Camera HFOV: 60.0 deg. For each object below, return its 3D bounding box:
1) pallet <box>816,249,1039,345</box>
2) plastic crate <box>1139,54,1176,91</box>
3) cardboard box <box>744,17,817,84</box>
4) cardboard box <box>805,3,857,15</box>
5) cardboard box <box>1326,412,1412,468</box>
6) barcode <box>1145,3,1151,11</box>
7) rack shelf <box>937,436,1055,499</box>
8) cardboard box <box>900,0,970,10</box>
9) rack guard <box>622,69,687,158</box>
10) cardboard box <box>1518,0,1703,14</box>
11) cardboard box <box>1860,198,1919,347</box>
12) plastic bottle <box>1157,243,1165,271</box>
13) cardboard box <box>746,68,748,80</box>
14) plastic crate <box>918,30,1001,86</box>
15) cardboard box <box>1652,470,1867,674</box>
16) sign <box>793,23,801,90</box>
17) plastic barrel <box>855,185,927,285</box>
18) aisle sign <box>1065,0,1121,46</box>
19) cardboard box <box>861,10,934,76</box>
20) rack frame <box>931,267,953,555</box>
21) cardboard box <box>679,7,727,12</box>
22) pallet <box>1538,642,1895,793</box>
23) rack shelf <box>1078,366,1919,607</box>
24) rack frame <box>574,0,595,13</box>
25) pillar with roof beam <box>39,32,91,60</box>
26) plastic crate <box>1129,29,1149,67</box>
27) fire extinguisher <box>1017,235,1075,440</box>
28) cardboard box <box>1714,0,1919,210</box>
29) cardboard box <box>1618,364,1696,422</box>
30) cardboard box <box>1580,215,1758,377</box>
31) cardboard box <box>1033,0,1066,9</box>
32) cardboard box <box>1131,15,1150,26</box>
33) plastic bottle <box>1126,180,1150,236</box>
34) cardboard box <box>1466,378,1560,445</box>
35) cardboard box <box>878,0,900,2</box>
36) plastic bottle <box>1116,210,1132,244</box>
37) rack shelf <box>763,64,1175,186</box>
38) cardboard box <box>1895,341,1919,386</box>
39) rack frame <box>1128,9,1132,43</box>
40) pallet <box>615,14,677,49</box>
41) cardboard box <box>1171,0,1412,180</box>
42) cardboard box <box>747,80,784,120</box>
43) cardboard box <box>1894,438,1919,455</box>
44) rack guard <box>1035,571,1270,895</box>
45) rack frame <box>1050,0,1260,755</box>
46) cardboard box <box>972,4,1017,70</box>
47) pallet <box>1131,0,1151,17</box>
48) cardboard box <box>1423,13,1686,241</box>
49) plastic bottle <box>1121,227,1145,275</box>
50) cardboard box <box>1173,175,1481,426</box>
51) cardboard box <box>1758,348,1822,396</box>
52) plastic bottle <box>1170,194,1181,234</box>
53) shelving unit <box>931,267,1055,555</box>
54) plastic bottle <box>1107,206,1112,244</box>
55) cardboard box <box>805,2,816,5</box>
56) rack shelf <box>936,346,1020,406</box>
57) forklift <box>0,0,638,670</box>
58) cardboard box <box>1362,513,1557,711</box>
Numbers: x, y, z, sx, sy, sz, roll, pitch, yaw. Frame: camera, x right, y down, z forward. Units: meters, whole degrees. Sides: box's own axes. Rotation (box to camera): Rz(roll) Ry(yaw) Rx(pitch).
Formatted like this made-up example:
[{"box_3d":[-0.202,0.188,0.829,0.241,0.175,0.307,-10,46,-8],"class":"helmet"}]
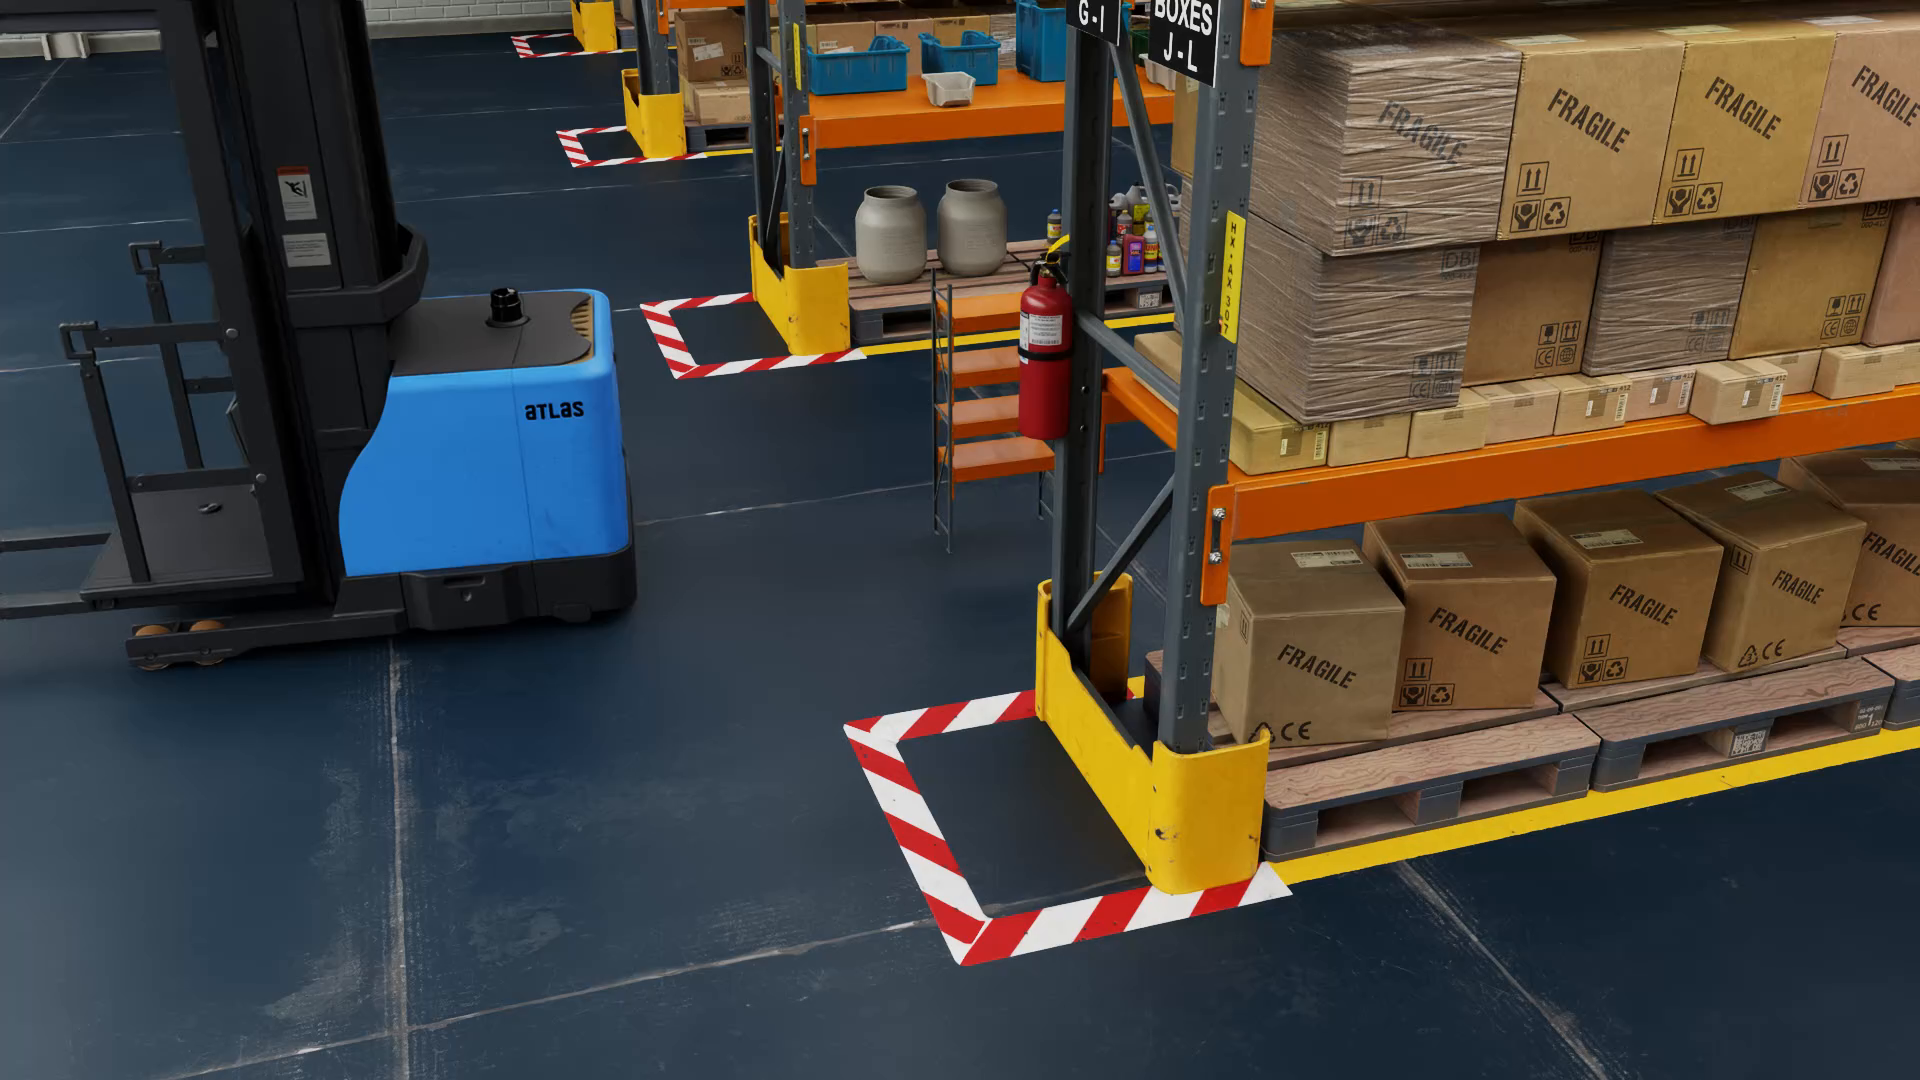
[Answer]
[{"box_3d":[-0.176,-1.499,10.033,1.213,0.211,1.003,-8,28,-16],"class":"pallet"},{"box_3d":[1.330,-2.710,9.633,0.437,0.136,0.530,-8,28,-16],"class":"plastic crate"},{"box_3d":[-1.484,-4.045,13.801,0.500,0.500,0.500,-8,28,-16],"class":"cardboard box"},{"box_3d":[-1.174,-4.339,14.394,0.500,0.500,0.500,-8,28,-16],"class":"cardboard box"},{"box_3d":[1.115,-0.366,4.897,0.250,0.149,0.380,-8,28,-16],"class":"cardboard box"},{"box_3d":[1.637,-4.621,14.421,0.075,0.075,0.001,-8,28,-16],"class":"barcode"},{"box_3d":[0.157,-0.322,7.147,0.480,0.148,0.258,-8,28,-16],"class":"rack shelf"},{"box_3d":[-0.223,-4.477,14.672,0.500,0.500,0.500,-8,28,-16],"class":"cardboard box"},{"box_3d":[-2.561,-3.580,13.900,0.348,0.500,1.175,-8,28,-16],"class":"rack guard"},{"box_3d":[1.923,-1.459,5.245,0.500,0.500,0.500,-8,28,-16],"class":"cardboard box"},{"box_3d":[2.952,-1.042,5.528,0.500,0.500,0.875,-8,28,-16],"class":"cardboard box"},{"box_3d":[1.234,-1.762,10.000,0.097,0.271,0.097,0,26,0],"class":"plastic bottle"},{"box_3d":[-1.648,-3.932,14.418,0.500,0.250,0.500,-8,28,-16],"class":"cardboard box"},{"box_3d":[-0.005,-2.824,9.733,0.408,0.251,0.499,-8,28,-16],"class":"plastic crate"},{"box_3d":[2.829,0.105,6.003,0.500,0.500,0.500,-11,28,-21],"class":"cardboard box"},{"box_3d":[-0.841,-2.499,8.599,0.005,0.325,0.100,-8,28,-16],"class":"sign"},{"box_3d":[-0.405,-1.805,9.838,0.421,0.512,0.421,0,26,0],"class":"plastic barrel"},{"box_3d":[0.374,-1.797,4.573,0.004,0.787,0.394,-8,28,-16],"class":"aisle sign"},{"box_3d":[-0.532,-4.181,14.075,0.500,0.500,0.500,-8,28,-16],"class":"cardboard box"},{"box_3d":[-0.075,-0.527,6.961,0.015,1.200,0.240,-8,28,-16],"class":"rack frame"},{"box_3d":[-2.848,-5.926,18.342,0.500,0.311,0.500,-6,27,-12],"class":"cardboard box"},{"box_3d":[2.540,0.461,6.084,1.213,0.211,1.003,-8,28,-16],"class":"pallet"},{"box_3d":[2.428,-0.467,5.627,4.000,0.370,1.077,-8,28,-16],"class":"rack shelf"},{"box_3d":[-4.075,-6.797,17.568,0.127,3.000,1.000,-8,28,-16],"class":"rack frame"},{"box_3d":[-8.050,-7.300,11.834,0.400,9.000,9.100,-8,28,-16],"class":"pillar with roof beam"},{"box_3d":[1.418,-2.997,10.151,0.662,0.188,0.450,-8,28,-16],"class":"plastic crate"},{"box_3d":[0.275,-0.659,5.290,0.183,0.674,0.296,-8,28,-16],"class":"fire extinguisher"},{"box_3d":[2.560,-1.307,4.939,0.500,0.500,0.500,-8,28,-16],"class":"cardboard box"},{"box_3d":[2.058,-0.515,5.197,0.250,0.149,0.380,-8,28,-16],"class":"cardboard box"},{"box_3d":[1.985,-0.927,5.296,0.500,0.500,0.875,-8,28,-16],"class":"cardboard box"},{"box_3d":[0.728,-4.615,14.949,0.500,0.500,0.500,-8,28,-16],"class":"cardboard box"},{"box_3d":[1.562,-4.639,15.210,0.500,0.311,0.500,-8,28,-16],"class":"cardboard box"},{"box_3d":[1.139,-2.124,10.639,0.185,0.351,0.144,-7,27,-14],"class":"plastic bottle"},{"box_3d":[1.588,-0.438,5.041,0.250,0.149,0.380,-8,28,-16],"class":"cardboard box"},{"box_3d":[-0.771,-6.190,19.036,0.250,0.166,0.380,-12,29,-23],"class":"cardboard box"},{"box_3d":[1.039,-1.982,10.522,0.097,0.201,0.097,0,26,0],"class":"plastic bottle"},{"box_3d":[0.894,-2.562,9.845,4.000,0.370,1.077,-8,28,-16],"class":"rack shelf"},{"box_3d":[3.012,-0.647,5.463,0.250,0.149,0.380,-8,28,-16],"class":"cardboard box"},{"box_3d":[1.265,-5.254,14.460,0.127,3.000,1.000,-8,28,-16],"class":"rack frame"},{"box_3d":[-3.220,-5.656,18.405,1.213,0.211,1.003,-8,28,-16],"class":"pallet"},{"box_3d":[0.973,-1.320,4.965,0.500,0.500,0.500,-8,28,-16],"class":"cardboard box"},{"box_3d":[-1.485,-3.710,13.970,0.500,0.250,0.500,-8,28,-16],"class":"cardboard box"},{"box_3d":[3.937,-0.095,6.408,0.500,0.500,0.500,-9,28,-18],"class":"cardboard box"},{"box_3d":[0.599,0.595,5.489,0.348,0.500,1.175,-8,28,-16],"class":"rack guard"},{"box_3d":[0.526,-0.514,4.912,0.127,3.000,1.000,-8,28,-16],"class":"rack frame"},{"box_3d":[0.413,-4.326,14.368,0.500,0.500,0.500,-8,28,-16],"class":"cardboard box"},{"box_3d":[1.630,-6.376,19.857,1.213,0.211,1.003,-8,28,-16],"class":"pallet"},{"box_3d":[1.611,-1.166,4.655,0.500,0.500,0.500,-8,28,-16],"class":"cardboard box"},{"box_3d":[1.034,-1.730,9.922,0.133,0.283,0.061,-8,27,-15],"class":"plastic bottle"},{"box_3d":[1.058,-0.756,4.953,0.500,0.500,0.875,-8,28,-16],"class":"cardboard box"},{"box_3d":[2.524,-0.596,5.360,0.250,0.149,0.380,-8,28,-16],"class":"cardboard box"},{"box_3d":[1.386,-2.057,10.588,0.135,0.276,0.152,-8,28,-16],"class":"plastic bottle"},{"box_3d":[0.157,-0.560,7.029,0.503,1.200,0.258,-8,28,-16],"class":"shelving unit"},{"box_3d":[0.885,-2.005,10.476,0.133,0.283,0.061,-8,28,-16],"class":"plastic bottle"},{"box_3d":[-1.799,-6.056,18.787,0.250,0.149,0.380,-11,28,-20],"class":"cardboard box"},{"box_3d":[0.157,-0.700,6.960,0.480,0.148,0.258,-8,28,-16],"class":"rack shelf"},{"box_3d":[-2.857,-1.078,6.126,3.031,2.935,1.130,-5,27,-10],"class":"forklift"},{"box_3d":[1.683,0.242,5.729,0.500,0.500,0.500,-1,26,-3],"class":"cardboard box"}]
